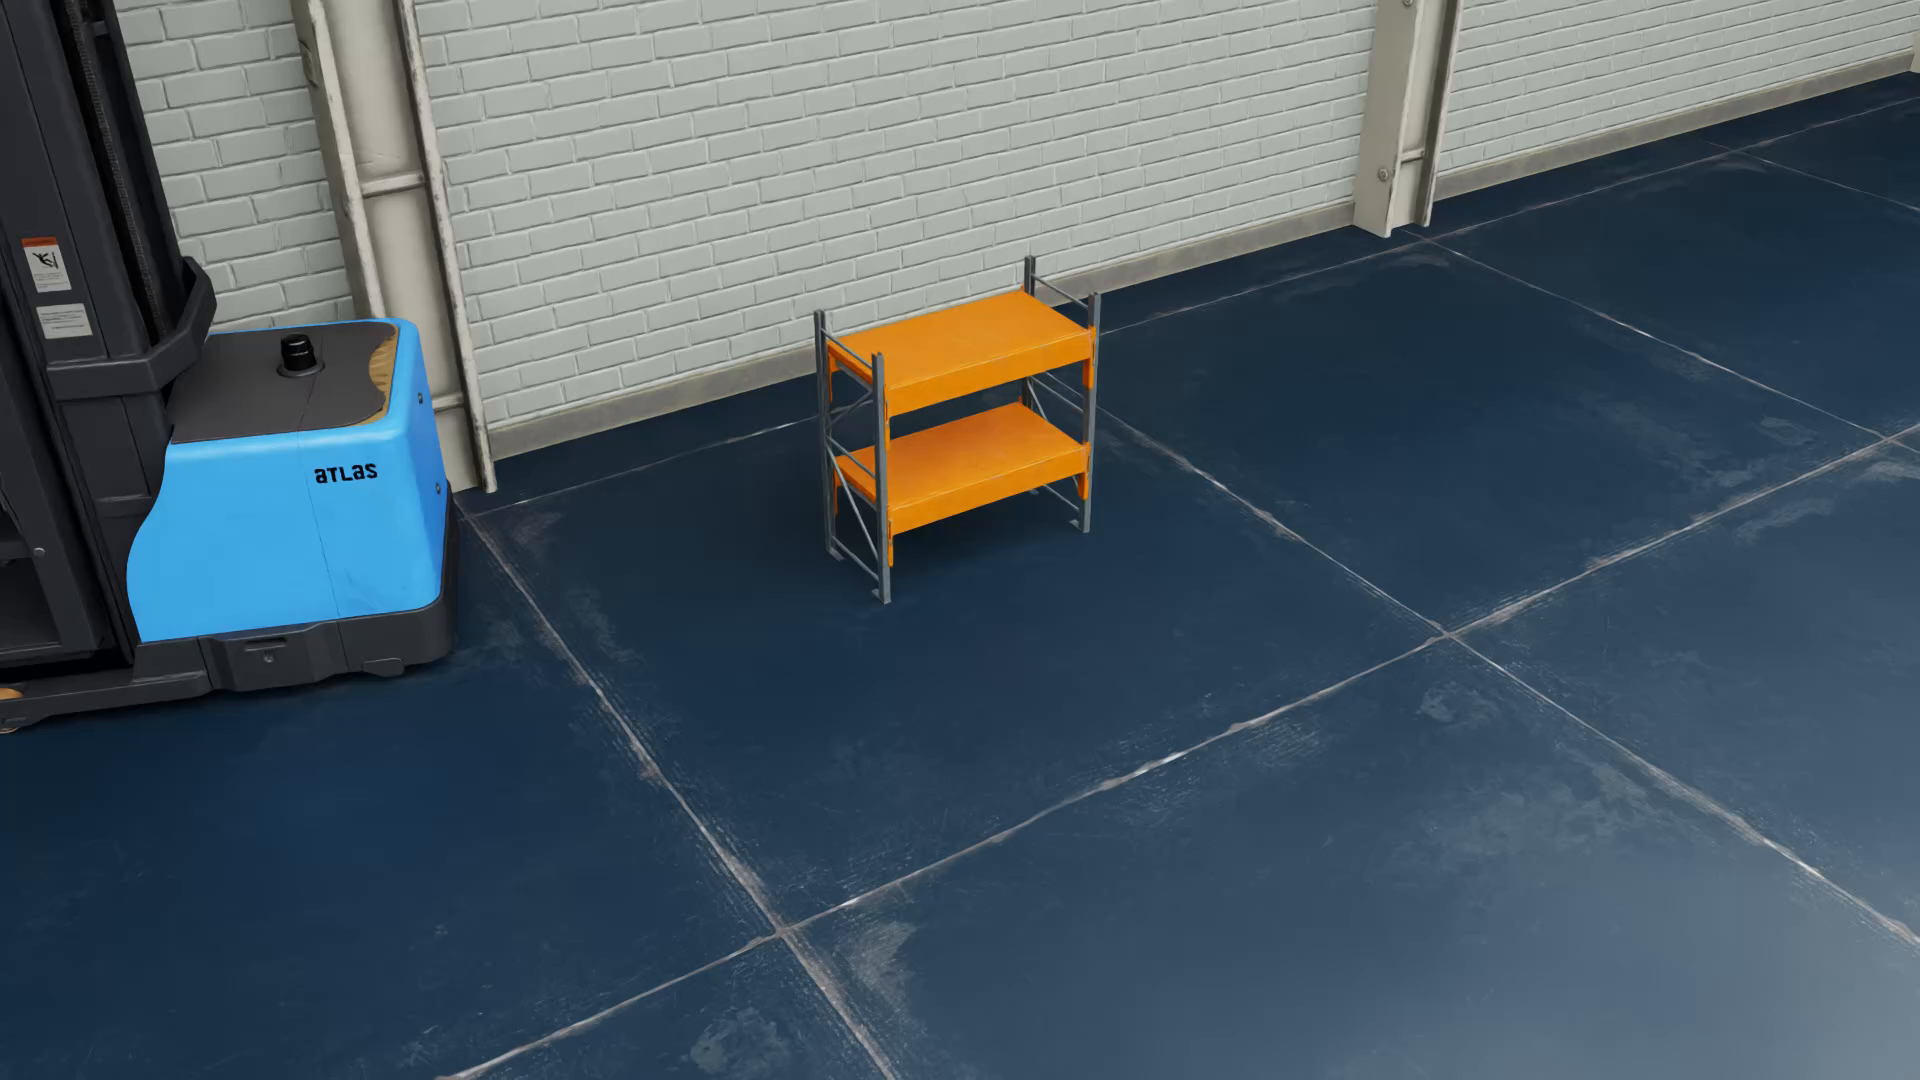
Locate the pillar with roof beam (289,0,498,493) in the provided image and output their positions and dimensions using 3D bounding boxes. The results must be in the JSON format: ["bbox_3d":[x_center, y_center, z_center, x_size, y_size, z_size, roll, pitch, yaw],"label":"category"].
[{"bbox_3d":[-0.031,-2.115,2.169,0.400,9.000,9.100,-19,37,-27],"label":"pillar with roof beam"}]

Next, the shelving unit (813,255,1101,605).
[{"bbox_3d":[-0.006,-0.474,6.947,1.048,1.125,0.538,-19,37,-27],"label":"shelving unit"}]

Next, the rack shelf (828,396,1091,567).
[{"bbox_3d":[-0.006,-0.267,7.077,1.000,0.278,0.538,-19,37,-27],"label":"rack shelf"}]

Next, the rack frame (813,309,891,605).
[{"bbox_3d":[-0.433,-0.327,6.714,0.032,1.125,0.500,-19,37,-27],"label":"rack frame"}]

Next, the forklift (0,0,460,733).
[{"bbox_3d":[-3.542,-0.815,5.795,3.031,2.935,1.130,-7,33,-11],"label":"forklift"}]

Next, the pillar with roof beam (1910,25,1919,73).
[{"bbox_3d":[10.055,-5.584,7.668,0.400,9.000,9.100,-19,37,-27],"label":"pillar with roof beam"}]

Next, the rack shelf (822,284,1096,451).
[{"bbox_3d":[-0.006,-0.721,6.791,1.000,0.278,0.538,-19,37,-27],"label":"rack shelf"}]

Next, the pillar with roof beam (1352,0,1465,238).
[{"bbox_3d":[5.012,-3.850,4.918,0.400,9.000,9.100,-19,37,-27],"label":"pillar with roof beam"}]

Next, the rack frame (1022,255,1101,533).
[{"bbox_3d":[0.422,-0.621,7.180,0.032,1.125,0.500,-19,37,-27],"label":"rack frame"}]
